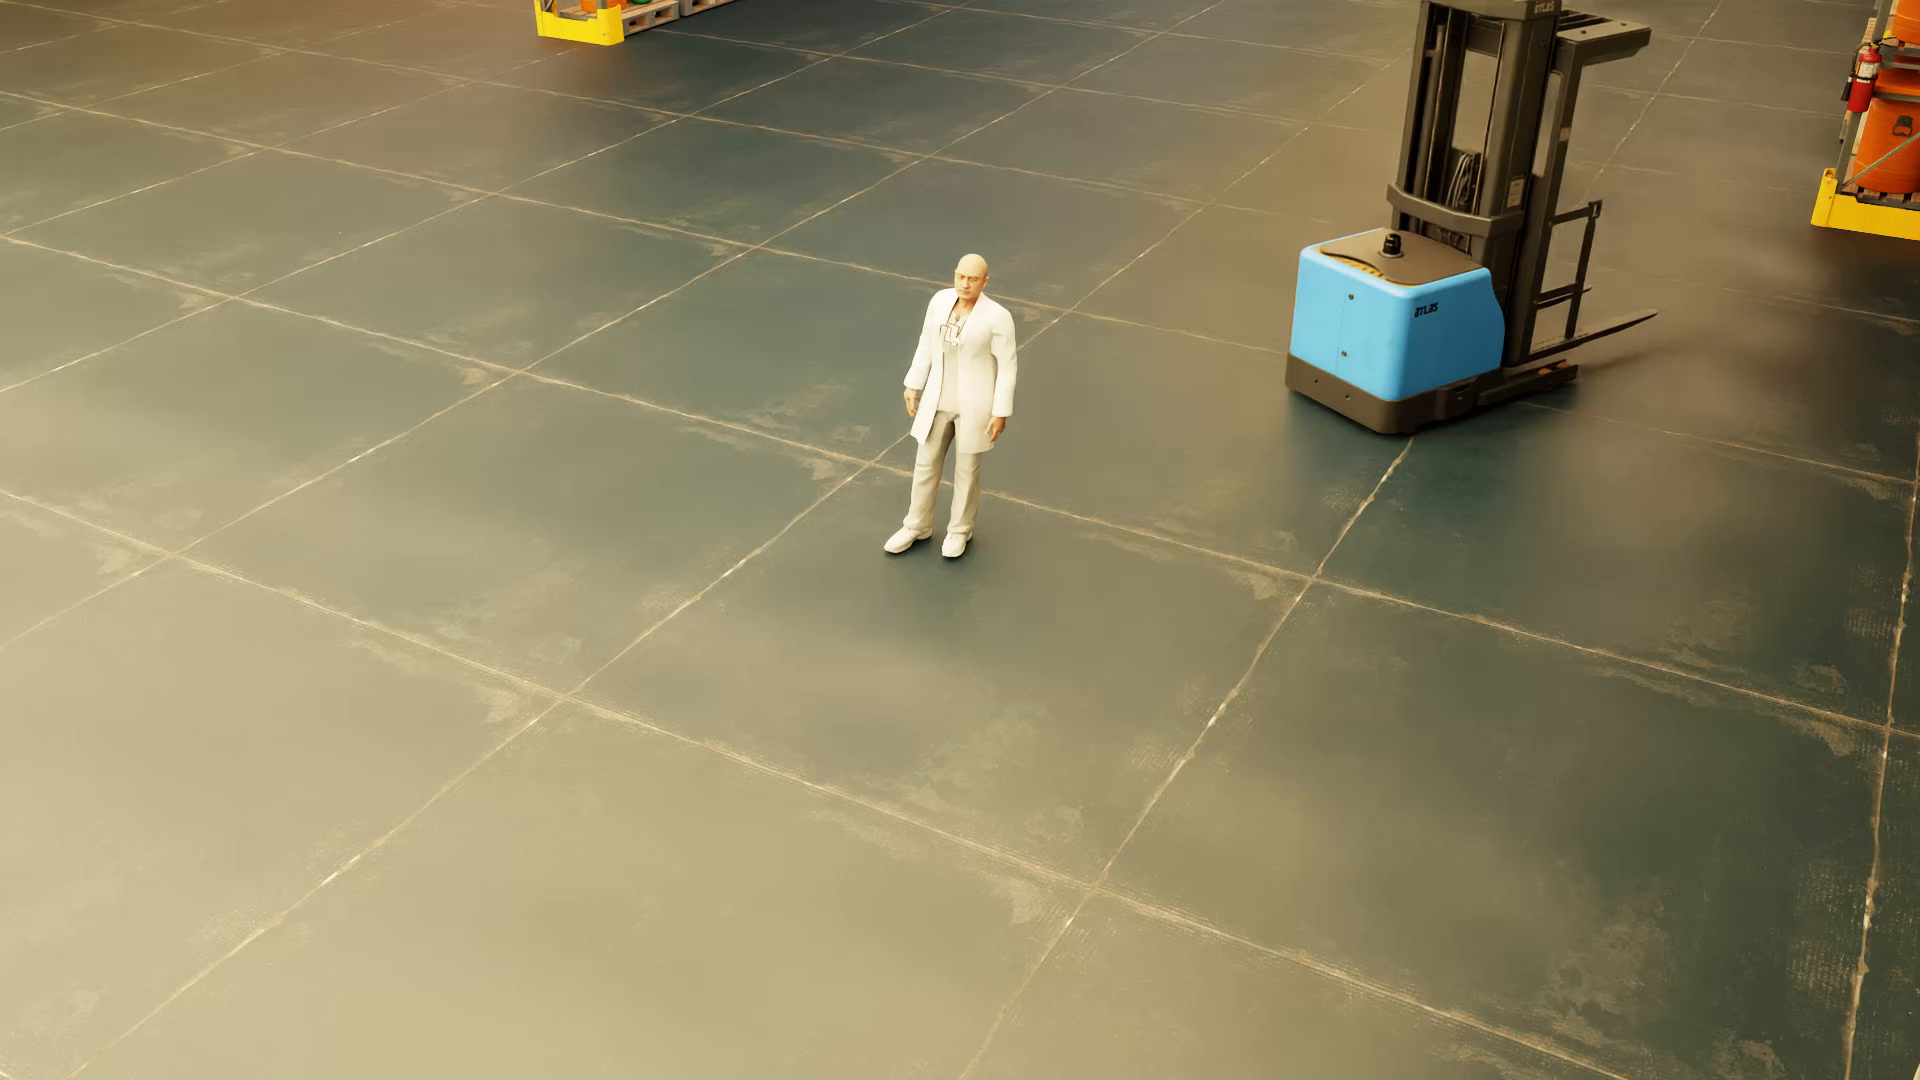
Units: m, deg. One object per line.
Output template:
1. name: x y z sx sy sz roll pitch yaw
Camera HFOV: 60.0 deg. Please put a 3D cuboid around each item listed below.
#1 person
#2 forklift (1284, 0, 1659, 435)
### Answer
1. person: -0.048 -0.737 9.487 0.698 1.778 0.578 15 33 25
2. forklift: 3.817 -2.525 11.446 3.031 2.935 1.130 -18 34 -28
